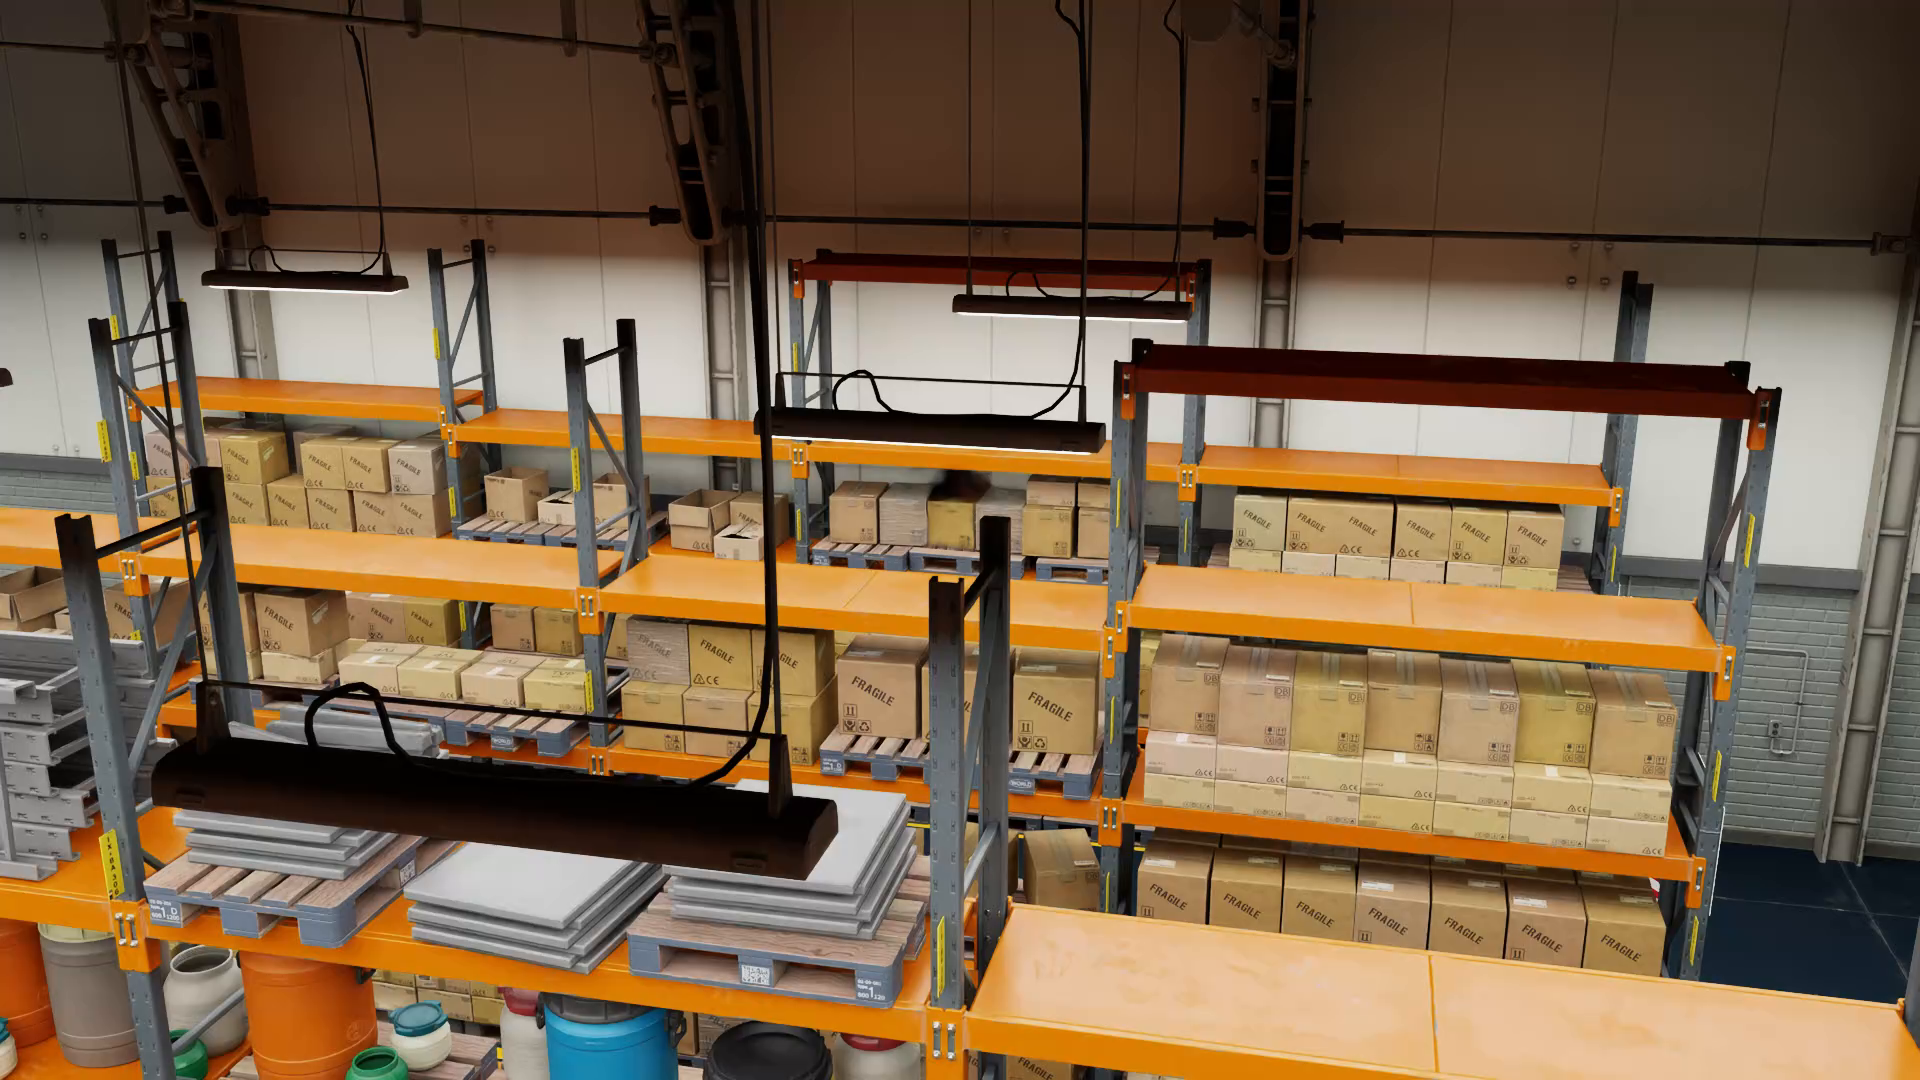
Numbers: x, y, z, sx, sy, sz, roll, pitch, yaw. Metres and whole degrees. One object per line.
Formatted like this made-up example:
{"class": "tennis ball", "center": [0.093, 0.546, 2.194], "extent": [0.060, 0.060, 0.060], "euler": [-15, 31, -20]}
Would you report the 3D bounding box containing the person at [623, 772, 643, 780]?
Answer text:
{"class": "person", "center": [-3.141, 2.787, 15.917], "extent": [0.569, 1.673, 0.409], "euler": [1, 16, 5]}
